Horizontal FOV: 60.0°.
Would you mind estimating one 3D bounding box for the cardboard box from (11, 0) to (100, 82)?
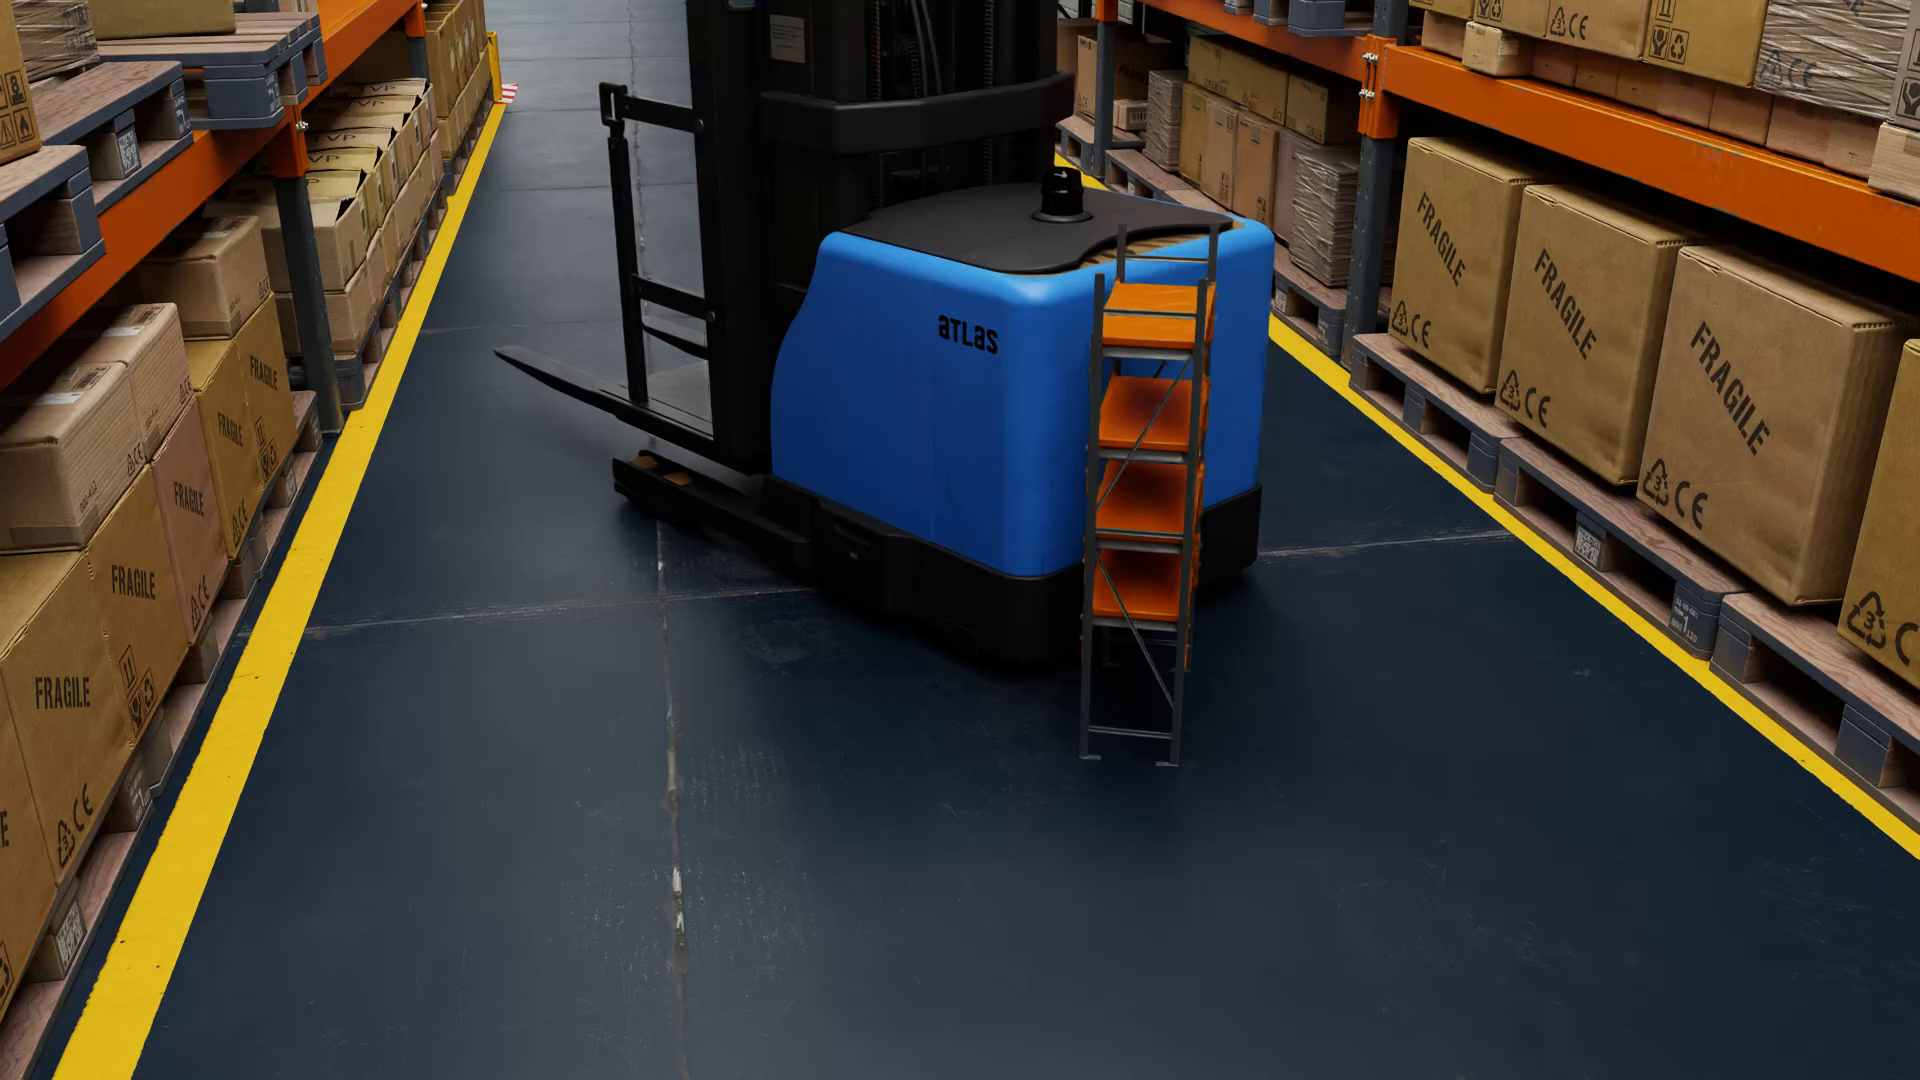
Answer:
[{"bbox_3d":[-2.578,-1.369,3.987,0.700,0.500,0.500,0,24,0],"label":"cardboard box"}]

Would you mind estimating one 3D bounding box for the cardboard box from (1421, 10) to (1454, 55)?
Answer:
[{"bbox_3d":[1.914,-1.860,6.049,0.380,0.149,0.250,-5,24,-11],"label":"cardboard box"}]

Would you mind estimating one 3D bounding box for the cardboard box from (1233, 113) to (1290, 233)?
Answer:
[{"bbox_3d":[1.796,-1.852,8.317,0.700,0.500,0.500,-4,24,-10],"label":"cardboard box"}]

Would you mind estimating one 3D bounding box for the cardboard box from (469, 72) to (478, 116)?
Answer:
[{"bbox_3d":[-3.587,-3.045,11.385,0.500,0.250,0.500,-4,24,-10],"label":"cardboard box"}]

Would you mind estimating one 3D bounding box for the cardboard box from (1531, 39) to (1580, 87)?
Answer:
[{"bbox_3d":[2.086,-1.559,5.361,0.380,0.149,0.250,-5,24,-10],"label":"cardboard box"}]

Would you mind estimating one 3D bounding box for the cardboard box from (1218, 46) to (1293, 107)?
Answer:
[{"bbox_3d":[1.678,-2.420,8.679,0.500,0.250,0.500,-5,24,-11],"label":"cardboard box"}]

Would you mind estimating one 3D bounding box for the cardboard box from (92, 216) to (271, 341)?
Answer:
[{"bbox_3d":[-2.368,-0.772,4.905,0.500,0.250,0.500,-3,24,-8],"label":"cardboard box"}]

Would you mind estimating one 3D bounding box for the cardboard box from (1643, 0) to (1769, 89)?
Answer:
[{"bbox_3d":[2.202,-1.487,4.386,0.500,0.500,0.500,-4,24,-8],"label":"cardboard box"}]

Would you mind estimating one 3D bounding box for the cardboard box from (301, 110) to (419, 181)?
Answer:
[{"bbox_3d":[-2.977,-1.968,8.219,0.500,0.311,0.500,-4,24,-10],"label":"cardboard box"}]

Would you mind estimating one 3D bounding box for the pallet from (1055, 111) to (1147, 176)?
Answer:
[{"bbox_3d":[1.182,-2.669,11.098,1.003,0.211,1.213,-4,24,-10],"label":"pallet"}]

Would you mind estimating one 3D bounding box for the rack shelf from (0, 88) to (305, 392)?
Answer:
[{"bbox_3d":[-2.417,-0.628,3.838,1.077,0.370,4.000,-4,24,-10],"label":"rack shelf"}]

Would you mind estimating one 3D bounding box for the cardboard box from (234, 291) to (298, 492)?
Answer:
[{"bbox_3d":[-2.383,-0.450,5.105,0.500,0.500,0.500,-3,24,-8],"label":"cardboard box"}]

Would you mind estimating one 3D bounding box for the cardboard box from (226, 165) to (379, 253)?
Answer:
[{"bbox_3d":[-2.700,-1.367,6.843,0.500,0.311,0.500,-5,24,-11],"label":"cardboard box"}]

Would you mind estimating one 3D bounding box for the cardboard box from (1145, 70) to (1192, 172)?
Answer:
[{"bbox_3d":[1.494,-2.453,9.693,0.700,0.500,0.500,-3,24,-8],"label":"cardboard box"}]

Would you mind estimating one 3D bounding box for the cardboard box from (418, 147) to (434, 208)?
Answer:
[{"bbox_3d":[-3.073,-1.909,8.784,0.500,0.250,0.500,-5,24,-11],"label":"cardboard box"}]

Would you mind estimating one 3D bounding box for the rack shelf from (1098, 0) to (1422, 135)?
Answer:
[{"bbox_3d":[1.711,-2.569,8.284,1.077,0.370,4.000,-4,24,-10],"label":"rack shelf"}]

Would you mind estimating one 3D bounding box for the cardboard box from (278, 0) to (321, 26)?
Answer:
[{"bbox_3d":[-2.762,-2.069,6.352,0.500,0.311,0.500,-5,24,-10],"label":"cardboard box"}]

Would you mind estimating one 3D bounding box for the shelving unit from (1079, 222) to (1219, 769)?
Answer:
[{"bbox_3d":[0.453,-0.108,3.999,0.258,1.200,0.503,4,24,10],"label":"shelving unit"}]

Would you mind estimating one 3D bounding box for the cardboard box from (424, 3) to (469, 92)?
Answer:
[{"bbox_3d":[-3.489,-3.192,10.786,0.500,0.500,0.500,-4,24,-10],"label":"cardboard box"}]

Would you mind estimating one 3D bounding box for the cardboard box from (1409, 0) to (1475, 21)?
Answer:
[{"bbox_3d":[1.919,-2.093,5.774,0.500,0.500,0.500,-4,24,-8],"label":"cardboard box"}]

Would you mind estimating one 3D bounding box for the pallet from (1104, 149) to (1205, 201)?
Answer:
[{"bbox_3d":[1.487,-2.102,9.798,1.003,0.211,1.213,-4,24,-10],"label":"pallet"}]

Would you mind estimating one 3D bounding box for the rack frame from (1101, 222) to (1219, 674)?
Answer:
[{"bbox_3d":[0.499,-0.204,4.219,0.240,1.200,0.015,4,24,10],"label":"rack frame"}]

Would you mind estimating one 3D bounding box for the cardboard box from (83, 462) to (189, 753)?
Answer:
[{"bbox_3d":[-2.092,0.159,3.712,0.500,0.500,0.500,-4,24,-9],"label":"cardboard box"}]

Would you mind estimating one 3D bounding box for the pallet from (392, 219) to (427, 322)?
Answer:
[{"bbox_3d":[-3.123,-1.272,7.898,1.003,0.211,1.213,-4,24,-10],"label":"pallet"}]

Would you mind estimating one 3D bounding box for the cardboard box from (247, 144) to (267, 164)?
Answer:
[{"bbox_3d":[-3.409,-1.721,7.653,0.500,0.311,0.500,-4,24,-8],"label":"cardboard box"}]

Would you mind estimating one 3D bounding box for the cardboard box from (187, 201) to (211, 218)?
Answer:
[{"bbox_3d":[-3.126,-1.121,6.280,0.500,0.311,0.500,-4,24,-8],"label":"cardboard box"}]

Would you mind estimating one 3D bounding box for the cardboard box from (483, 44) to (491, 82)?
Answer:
[{"bbox_3d":[-3.876,-3.634,12.734,0.500,0.250,0.500,-4,24,-10],"label":"cardboard box"}]

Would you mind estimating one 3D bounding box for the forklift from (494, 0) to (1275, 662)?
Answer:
[{"bbox_3d":[-0.498,-1.523,5.075,1.130,2.935,3.031,-21,31,-39],"label":"forklift"}]

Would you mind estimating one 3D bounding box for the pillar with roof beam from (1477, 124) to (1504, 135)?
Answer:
[{"bbox_3d":[-1.540,-5.118,5.726,9.100,9.000,0.400,-4,24,-10],"label":"pillar with roof beam"}]

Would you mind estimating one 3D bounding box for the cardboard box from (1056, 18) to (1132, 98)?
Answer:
[{"bbox_3d":[0.833,-3.520,12.135,0.700,0.500,0.500,-6,24,-13],"label":"cardboard box"}]

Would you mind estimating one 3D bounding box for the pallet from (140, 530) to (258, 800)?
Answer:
[{"bbox_3d":[-2.464,0.309,4.279,1.003,0.211,1.213,-4,24,-10],"label":"pallet"}]

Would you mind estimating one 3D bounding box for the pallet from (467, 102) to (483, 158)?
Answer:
[{"bbox_3d":[-3.861,-2.836,11.480,1.003,0.211,1.213,-4,24,-10],"label":"pallet"}]

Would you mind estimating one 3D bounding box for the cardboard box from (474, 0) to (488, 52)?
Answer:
[{"bbox_3d":[-3.874,-3.978,12.584,0.500,0.500,0.500,-4,24,-10],"label":"cardboard box"}]

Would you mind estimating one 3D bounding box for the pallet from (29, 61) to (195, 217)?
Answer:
[{"bbox_3d":[-2.423,-0.892,3.783,1.003,0.211,1.213,-4,24,-10],"label":"pallet"}]

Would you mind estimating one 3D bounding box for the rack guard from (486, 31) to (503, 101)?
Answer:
[{"bbox_3d":[-4.270,-3.755,13.222,1.175,0.500,0.348,-4,24,-10],"label":"rack guard"}]

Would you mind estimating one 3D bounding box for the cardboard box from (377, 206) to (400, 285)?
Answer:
[{"bbox_3d":[-2.791,-1.306,7.403,0.500,0.250,0.500,-5,24,-11],"label":"cardboard box"}]

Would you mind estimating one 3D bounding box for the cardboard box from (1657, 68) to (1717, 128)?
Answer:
[{"bbox_3d":[2.208,-1.257,4.669,0.380,0.149,0.250,-4,24,-9],"label":"cardboard box"}]

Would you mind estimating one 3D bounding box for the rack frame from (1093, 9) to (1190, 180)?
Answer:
[{"bbox_3d":[1.341,-3.686,9.941,1.000,3.000,0.127,-4,24,-10],"label":"rack frame"}]

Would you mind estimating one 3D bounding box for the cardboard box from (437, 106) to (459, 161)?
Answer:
[{"bbox_3d":[-3.314,-2.455,10.033,0.500,0.250,0.500,-4,24,-10],"label":"cardboard box"}]

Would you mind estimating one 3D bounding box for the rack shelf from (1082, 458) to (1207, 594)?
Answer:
[{"bbox_3d":[0.453,-0.047,4.026,0.258,0.148,0.480,4,24,10],"label":"rack shelf"}]

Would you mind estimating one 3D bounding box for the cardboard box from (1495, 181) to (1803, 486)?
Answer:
[{"bbox_3d":[2.244,-0.676,5.210,0.750,0.750,0.750,-4,24,-10],"label":"cardboard box"}]

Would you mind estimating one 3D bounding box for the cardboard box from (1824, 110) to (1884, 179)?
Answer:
[{"bbox_3d":[2.320,-0.948,3.962,0.380,0.149,0.250,-4,24,-10],"label":"cardboard box"}]

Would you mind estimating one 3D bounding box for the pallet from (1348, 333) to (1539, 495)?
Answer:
[{"bbox_3d":[2.153,-0.519,6.174,1.003,0.211,1.213,-4,24,-10],"label":"pallet"}]
